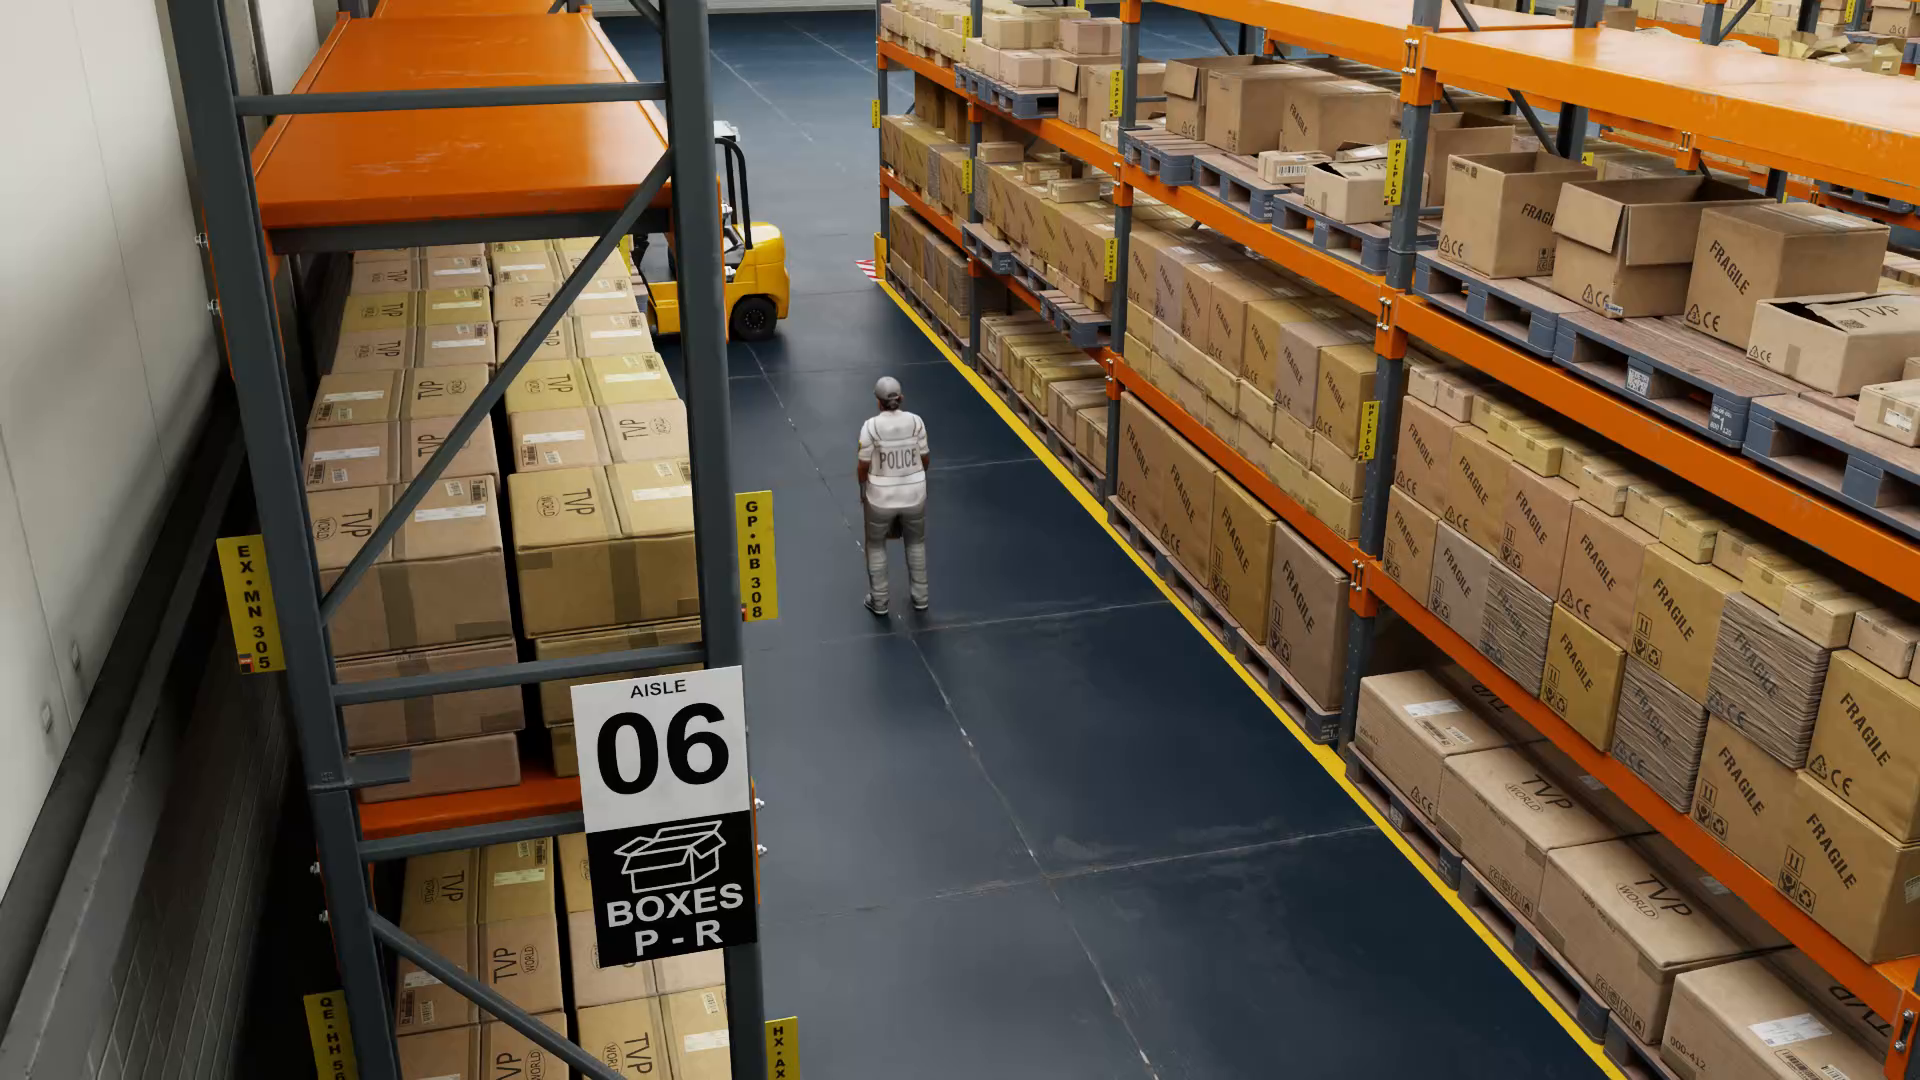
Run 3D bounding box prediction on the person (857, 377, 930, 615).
[{"bbox_3d":[-0.448,-0.297,11.323,0.521,1.671,0.415,-7,24,-16],"label":"person"}]
